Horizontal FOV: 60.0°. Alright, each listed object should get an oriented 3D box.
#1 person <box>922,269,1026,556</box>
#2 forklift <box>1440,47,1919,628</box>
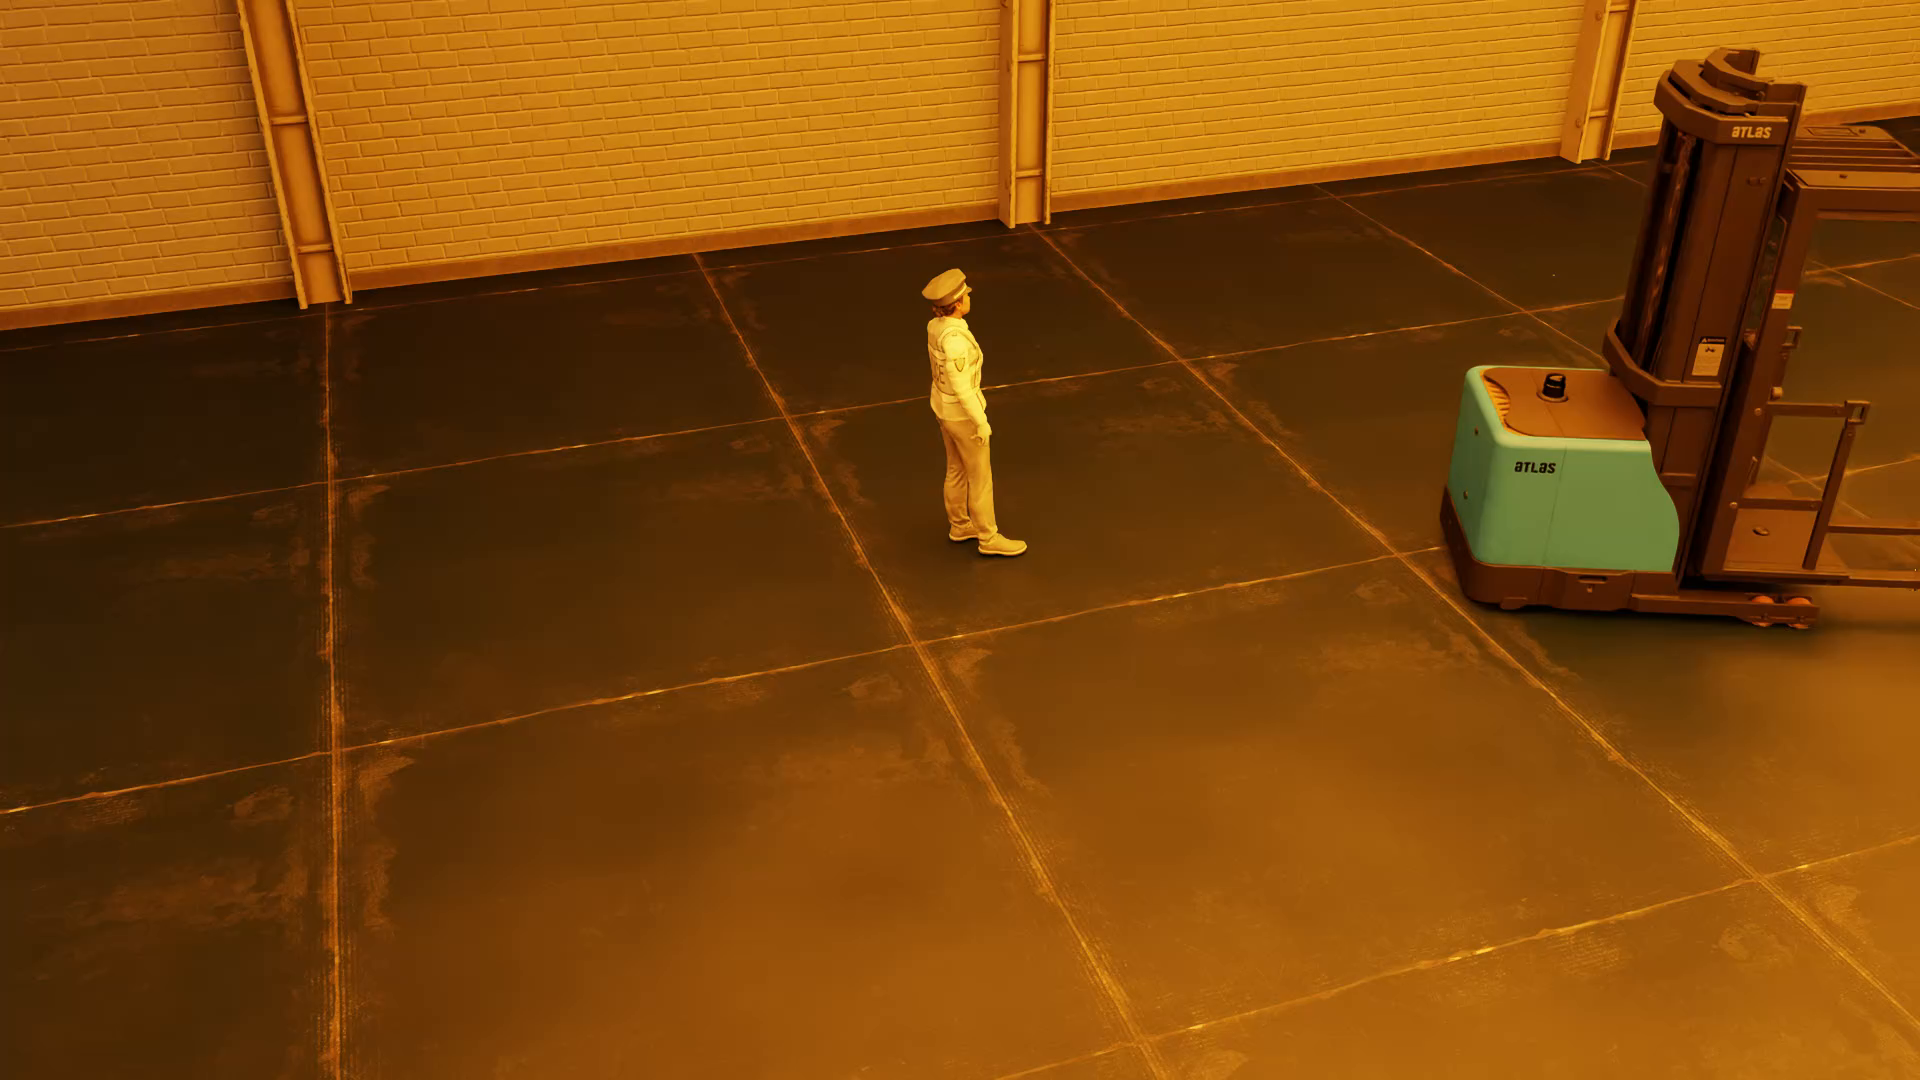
[{"bbox_3d":[0.067,-0.749,9.613,0.531,1.695,0.588,-10,31,-16],"label":"person"},{"bbox_3d":[4.387,-1.061,8.930,3.031,2.935,1.130,2,30,4],"label":"forklift"}]
